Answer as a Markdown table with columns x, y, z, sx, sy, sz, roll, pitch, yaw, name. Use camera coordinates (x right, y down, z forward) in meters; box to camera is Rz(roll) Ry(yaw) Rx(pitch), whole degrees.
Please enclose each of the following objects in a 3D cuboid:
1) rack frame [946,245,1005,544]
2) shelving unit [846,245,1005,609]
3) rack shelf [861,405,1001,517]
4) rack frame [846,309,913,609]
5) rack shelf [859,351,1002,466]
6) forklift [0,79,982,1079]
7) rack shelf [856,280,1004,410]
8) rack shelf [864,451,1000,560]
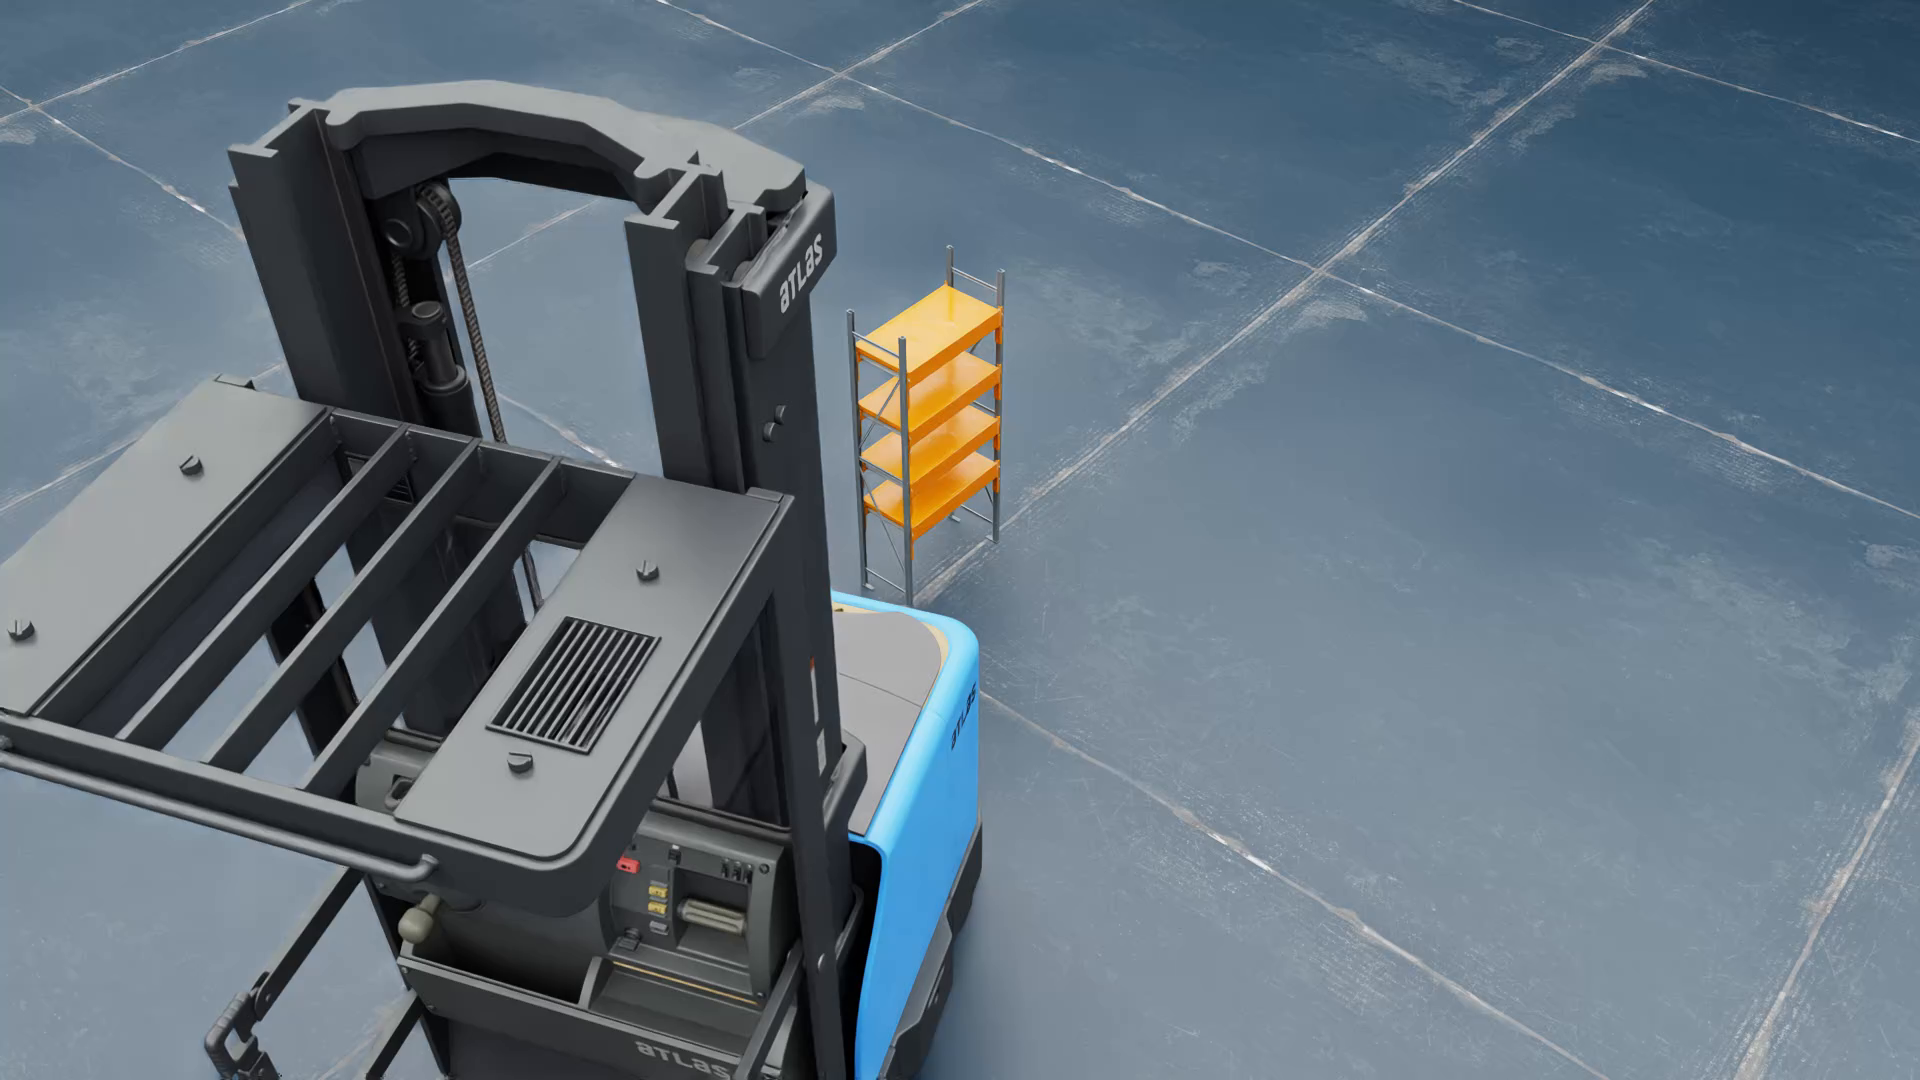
| x | y | z | sx | sy | sz | roll | pitch | yaw | name |
| --- | --- | --- | --- | --- | --- | --- | --- | --- | --- |
| 0.051 | -0.484 | 5.891 | 0.240 | 1.200 | 0.015 | 29 | 50 | 28 | rack frame |
| -0.107 | -0.359 | 5.753 | 0.258 | 1.200 | 0.503 | 29 | 50 | 28 | shelving unit |
| -0.107 | -0.309 | 5.798 | 0.258 | 0.148 | 0.480 | 29 | 50 | 28 | rack shelf |
| -0.264 | -0.233 | 5.614 | 0.240 | 1.200 | 0.015 | 29 | 50 | 28 | rack frame |
| -0.107 | -0.474 | 5.647 | 0.258 | 0.148 | 0.480 | 29 | 50 | 28 | rack shelf |
| -0.868 | 0.775 | 3.219 | 1.130 | 2.935 | 3.031 | 12 | 44 | 13 | forklift |
| -0.107 | -0.649 | 5.488 | 0.258 | 0.148 | 0.480 | 29 | 50 | 28 | rack shelf |
| -0.107 | -0.162 | 5.931 | 0.258 | 0.148 | 0.480 | 29 | 50 | 28 | rack shelf |
